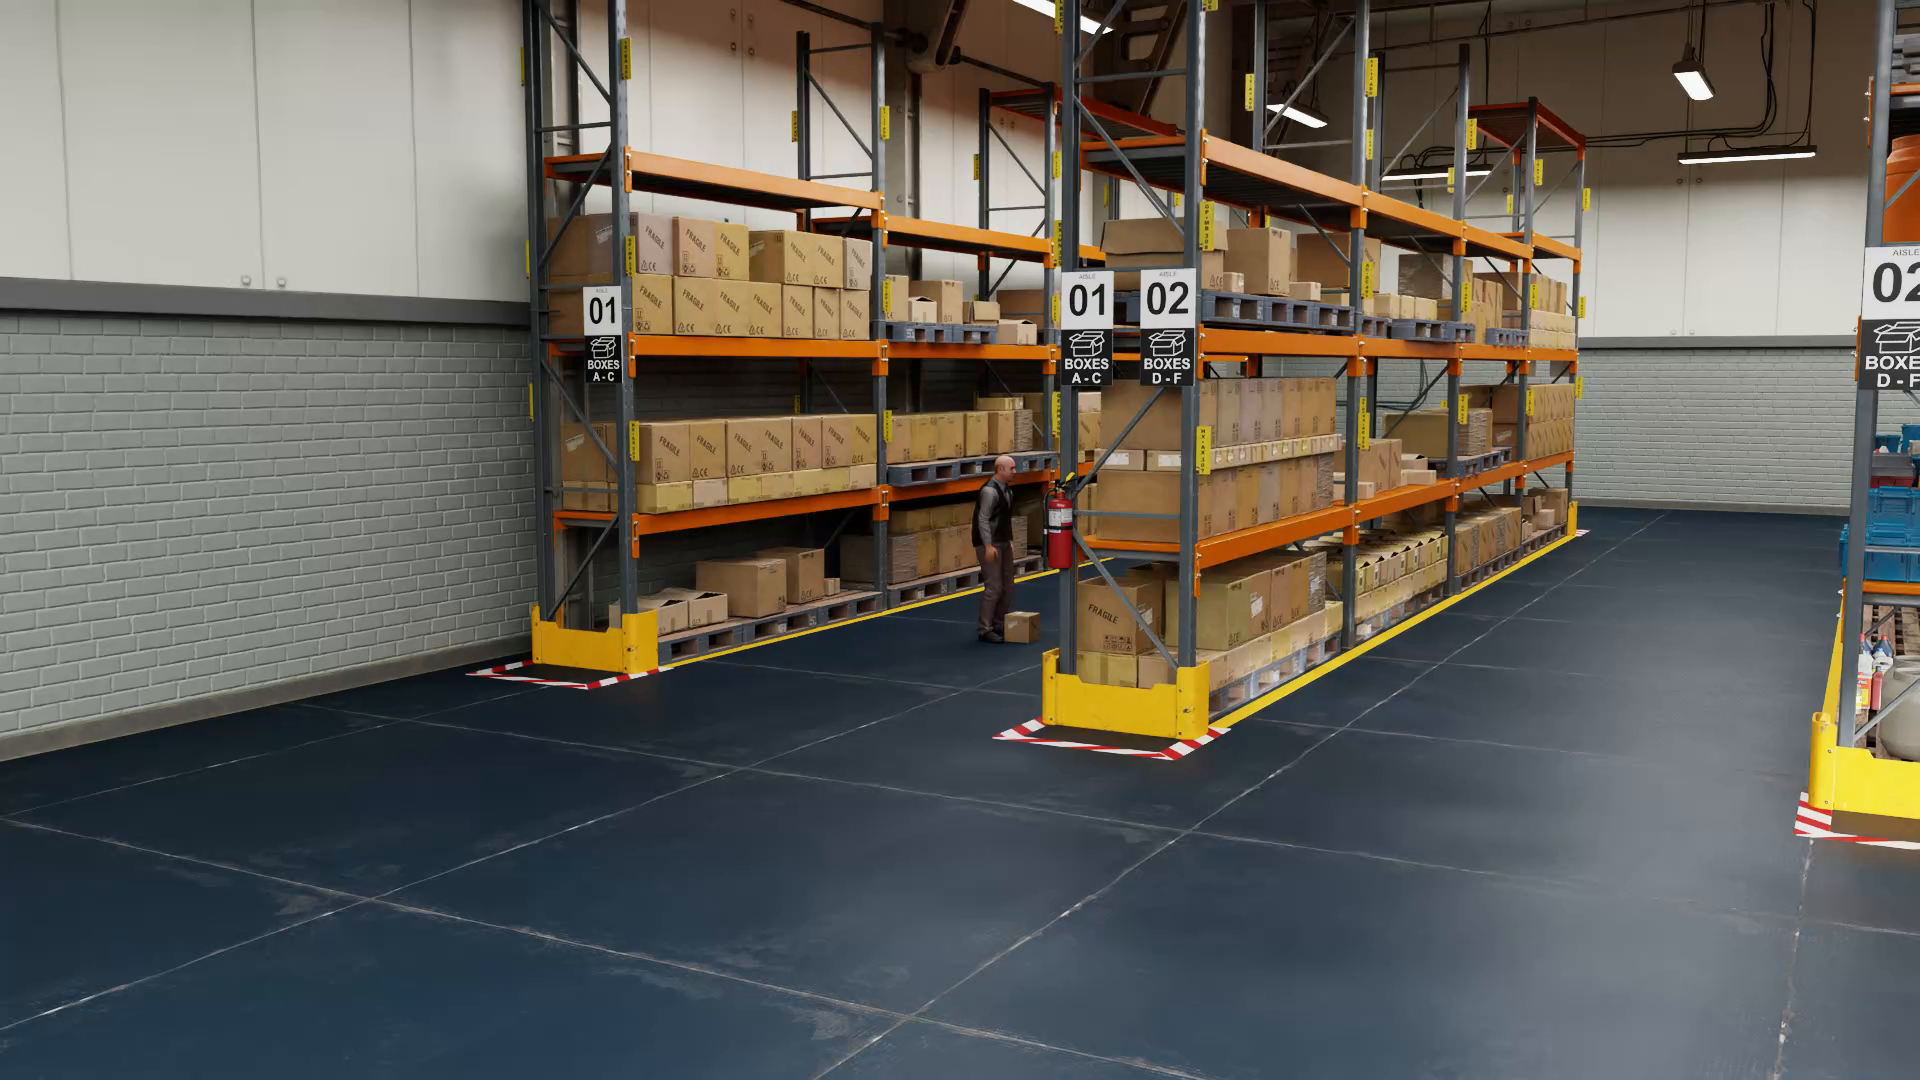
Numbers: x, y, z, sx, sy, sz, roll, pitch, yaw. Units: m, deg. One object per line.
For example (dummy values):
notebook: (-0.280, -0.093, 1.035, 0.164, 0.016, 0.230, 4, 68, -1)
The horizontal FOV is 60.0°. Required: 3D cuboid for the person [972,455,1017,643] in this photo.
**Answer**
person: (0.335, 0.118, 15.581, 0.414, 1.622, 0.593, 3, 7, 26)
